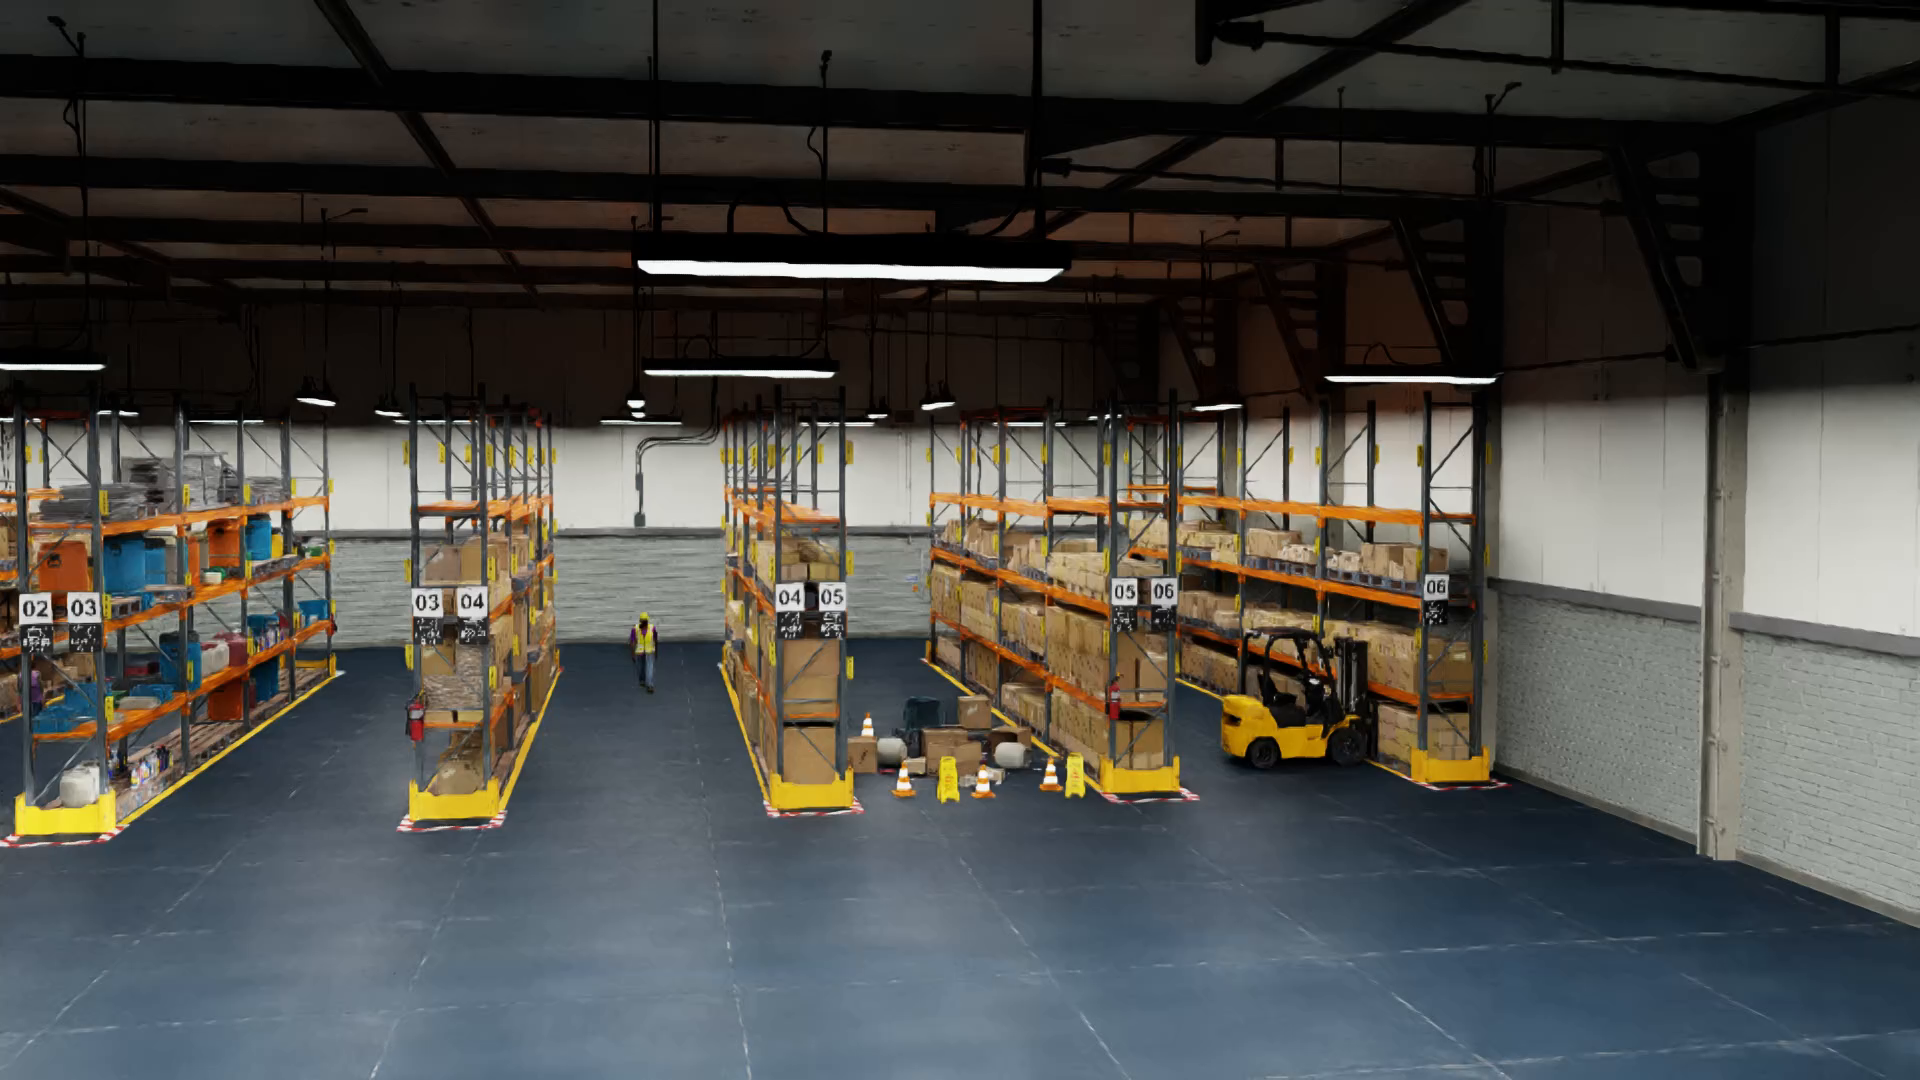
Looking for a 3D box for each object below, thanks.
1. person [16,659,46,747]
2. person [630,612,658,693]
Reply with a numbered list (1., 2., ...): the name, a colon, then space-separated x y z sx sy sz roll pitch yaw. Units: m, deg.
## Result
1. person: -16.009 2.775 28.619 0.419 1.514 1.038 -1 3 -13
2. person: -6.707 2.359 35.272 0.577 1.691 1.121 0 3 -9
